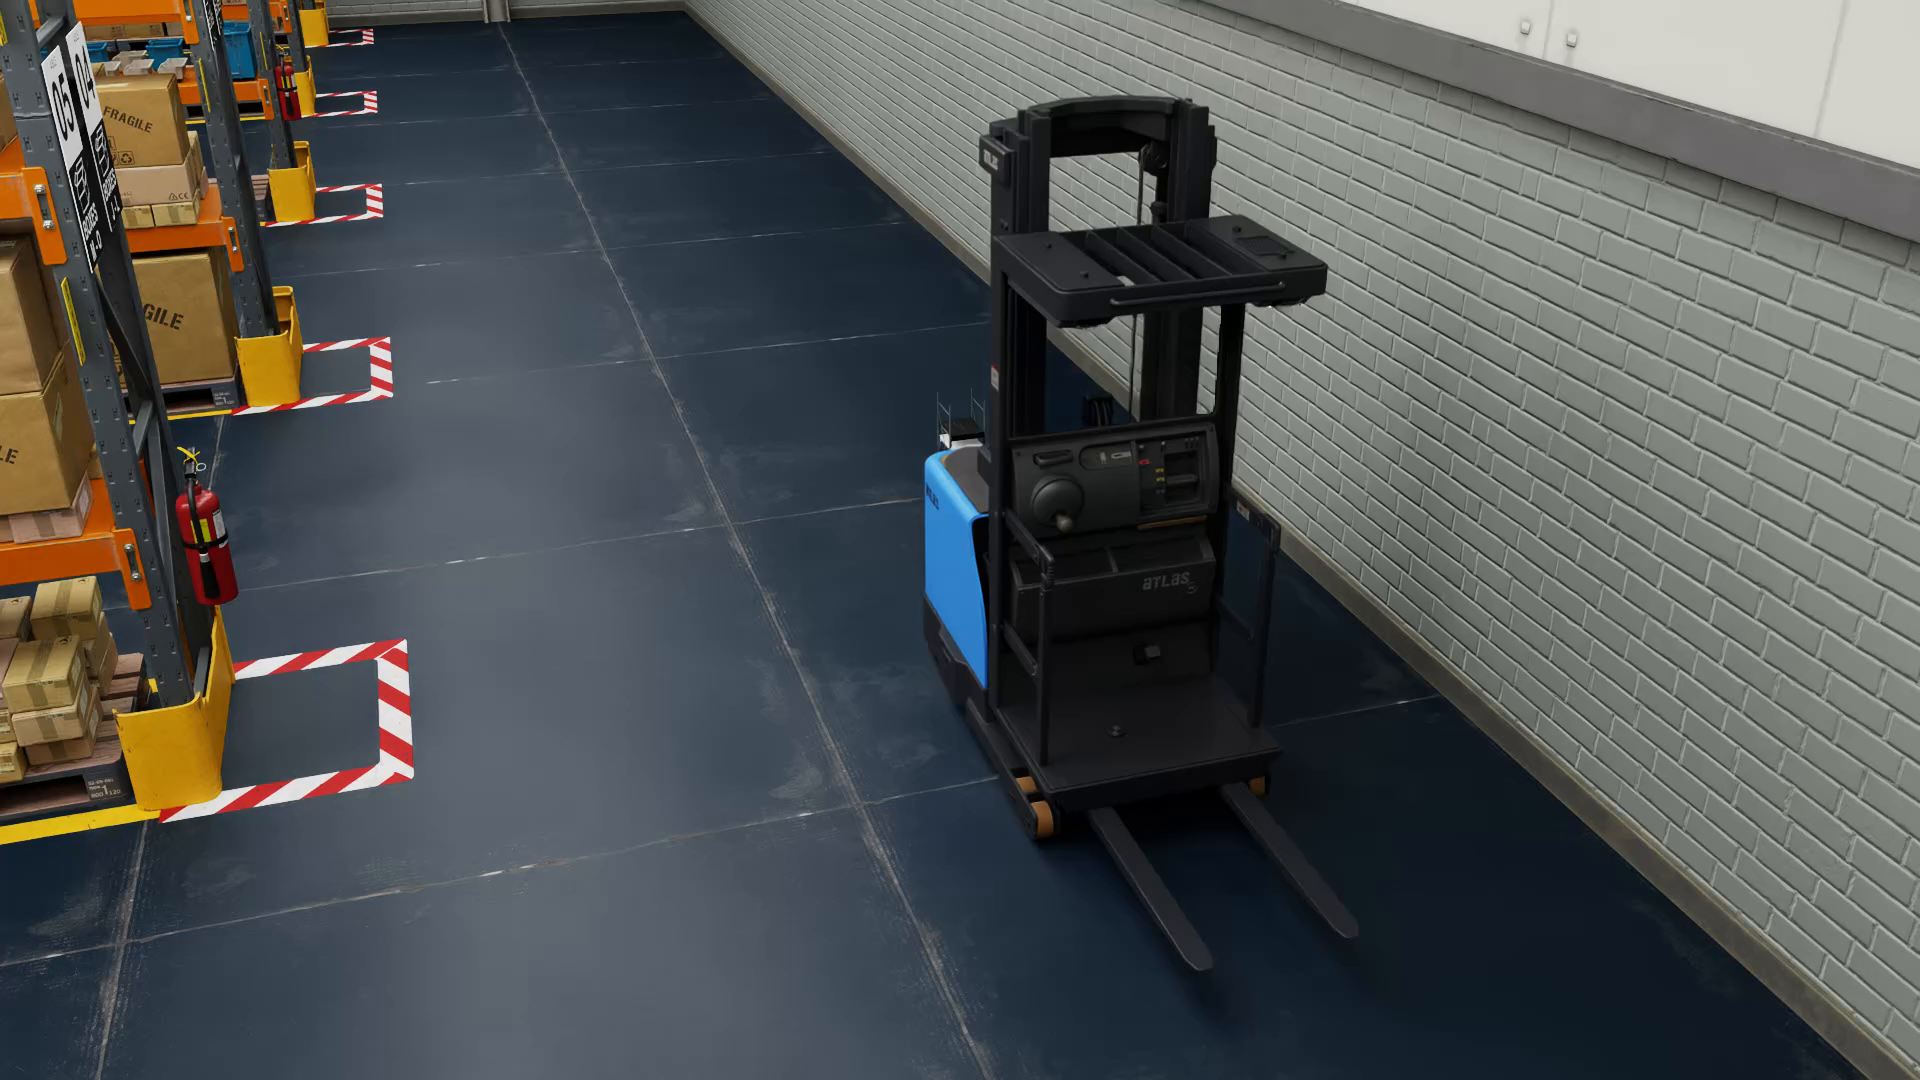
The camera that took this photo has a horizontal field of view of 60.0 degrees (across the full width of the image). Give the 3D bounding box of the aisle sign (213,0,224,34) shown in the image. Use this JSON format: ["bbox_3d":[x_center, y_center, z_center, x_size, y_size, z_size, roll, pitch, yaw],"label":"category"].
[{"bbox_3d":[-5.036,-3.831,11.170,0.004,0.787,0.394,-8,28,-16],"label":"aisle sign"}]

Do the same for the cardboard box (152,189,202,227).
[{"bbox_3d":[-5.248,-2.229,11.149,0.250,0.149,0.380,-8,27,-15],"label":"cardboard box"}]

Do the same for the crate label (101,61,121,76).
[{"bbox_3d":[-7.802,-4.261,15.190,0.243,0.136,0.396,-8,28,-16],"label":"crate label"}]

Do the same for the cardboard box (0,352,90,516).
[{"bbox_3d":[-3.919,-0.426,6.788,0.500,0.500,0.500,-8,27,-15],"label":"cardboard box"}]

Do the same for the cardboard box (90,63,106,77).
[{"bbox_3d":[-6.027,-2.911,11.231,0.500,0.500,0.500,-9,28,-17],"label":"cardboard box"}]

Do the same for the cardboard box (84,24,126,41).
[{"bbox_3d":[-12.195,-7.458,23.738,0.500,0.500,0.700,-9,28,-17],"label":"cardboard box"}]

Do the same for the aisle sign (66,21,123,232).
[{"bbox_3d":[-3.595,-1.720,6.918,0.004,0.787,0.394,-8,28,-16],"label":"aisle sign"}]

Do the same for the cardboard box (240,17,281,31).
[{"bbox_3d":[-10.248,-7.743,24.311,0.500,0.500,0.700,-8,28,-16],"label":"cardboard box"}]

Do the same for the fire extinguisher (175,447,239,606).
[{"bbox_3d":[-3.189,-0.057,6.997,0.183,0.674,0.296,-8,28,-16],"label":"fire extinguisher"}]

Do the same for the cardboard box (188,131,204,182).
[{"bbox_3d":[-5.551,-2.644,11.537,0.500,0.250,0.500,-9,28,-17],"label":"cardboard box"}]

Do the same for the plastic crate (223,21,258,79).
[{"bbox_3d":[-6.806,-4.542,15.418,0.499,0.435,0.616,-8,28,-16],"label":"plastic crate"}]

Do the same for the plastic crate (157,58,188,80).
[{"bbox_3d":[-7.264,-4.344,15.356,0.243,0.136,0.396,-8,28,-16],"label":"plastic crate"}]

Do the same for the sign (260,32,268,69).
[{"bbox_3d":[-6.359,-4.467,15.191,0.005,0.325,0.100,-8,28,-16],"label":"sign"}]

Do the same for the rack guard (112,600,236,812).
[{"bbox_3d":[-3.644,0.711,7.755,0.348,0.500,1.175,-8,28,-16],"label":"rack guard"}]

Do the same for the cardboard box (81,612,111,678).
[{"bbox_3d":[-4.149,0.500,7.768,0.250,0.149,0.380,-7,27,-14],"label":"cardboard box"}]

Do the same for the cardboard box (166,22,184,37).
[{"bbox_3d":[-11.201,-7.604,24.032,0.500,0.500,0.700,-9,28,-18],"label":"cardboard box"}]

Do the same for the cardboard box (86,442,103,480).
[{"bbox_3d":[-3.981,-0.400,7.465,0.250,0.149,0.380,-8,28,-17],"label":"cardboard box"}]

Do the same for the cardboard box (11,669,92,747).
[{"bbox_3d":[-3.985,0.730,7.305,0.250,0.149,0.380,-9,28,-17],"label":"cardboard box"}]

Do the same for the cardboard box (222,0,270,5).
[{"bbox_3d":[-8.417,-6.587,19.532,0.500,0.500,0.500,-7,27,-15],"label":"cardboard box"}]

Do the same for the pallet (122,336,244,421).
[{"bbox_3d":[-5.747,-1.138,11.804,1.213,0.211,1.003,-8,28,-16],"label":"pallet"}]

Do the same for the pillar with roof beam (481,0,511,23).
[{"bbox_3d":[-5.981,-10.417,20.613,0.400,9.000,9.100,-8,28,-16],"label":"pillar with roof beam"}]

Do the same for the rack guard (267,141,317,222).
[{"bbox_3d":[-6.526,-3.513,16.264,0.348,0.500,1.175,-8,28,-16],"label":"rack guard"}]

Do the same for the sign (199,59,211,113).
[{"bbox_3d":[-4.856,-2.923,10.696,0.005,0.325,0.100,-8,28,-16],"label":"sign"}]

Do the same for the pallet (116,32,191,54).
[{"bbox_3d":[-11.507,-7.254,24.125,1.213,0.211,1.003,-8,28,-16],"label":"pallet"}]

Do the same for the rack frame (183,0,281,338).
[{"bbox_3d":[-5.011,-2.530,11.473,0.127,3.000,1.000,-8,28,-16],"label":"rack frame"}]

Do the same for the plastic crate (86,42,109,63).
[{"bbox_3d":[-8.134,-4.500,15.561,0.300,0.233,0.416,-8,28,-16],"label":"plastic crate"}]

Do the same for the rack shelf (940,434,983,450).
[{"bbox_3d":[0.008,-0.536,9.487,0.200,0.077,0.258,-8,28,-16],"label":"rack shelf"}]

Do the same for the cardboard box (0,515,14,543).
[{"bbox_3d":[-4.042,-0.123,6.908,0.250,0.149,0.380,-8,28,-16],"label":"cardboard box"}]

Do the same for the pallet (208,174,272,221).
[{"bbox_3d":[-7.341,-3.278,16.115,1.213,0.211,1.003,-8,28,-16],"label":"pallet"}]

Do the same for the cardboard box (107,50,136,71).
[{"bbox_3d":[-10.094,-5.508,19.784,0.637,0.503,0.797,-8,28,-16],"label":"cardboard box"}]

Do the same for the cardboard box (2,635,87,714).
[{"bbox_3d":[-3.996,0.584,7.266,0.250,0.149,0.380,-8,27,-16],"label":"cardboard box"}]

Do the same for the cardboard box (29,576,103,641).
[{"bbox_3d":[-4.175,0.332,7.773,0.250,0.149,0.380,-10,28,-18],"label":"cardboard box"}]

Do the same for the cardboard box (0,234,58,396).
[{"bbox_3d":[-3.930,-0.876,6.571,0.500,0.500,0.500,-9,28,-17],"label":"cardboard box"}]

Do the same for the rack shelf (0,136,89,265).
[{"bbox_3d":[-5.473,-1.165,6.159,4.000,0.370,1.077,-8,28,-16],"label":"rack shelf"}]

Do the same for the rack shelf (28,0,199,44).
[{"bbox_3d":[-6.913,-3.276,10.411,4.000,0.370,1.077,-8,28,-16],"label":"rack shelf"}]

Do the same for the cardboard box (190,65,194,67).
[{"bbox_3d":[-9.156,-5.661,20.376,0.500,0.250,0.500,-8,28,-16],"label":"cardboard box"}]

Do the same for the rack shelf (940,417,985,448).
[{"bbox_3d":[0.008,-0.616,9.447,0.200,0.077,0.258,-8,28,-16],"label":"rack shelf"}]

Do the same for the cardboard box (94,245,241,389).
[{"bbox_3d":[-5.595,-1.644,11.606,0.875,0.875,0.875,-8,28,-16],"label":"cardboard box"}]

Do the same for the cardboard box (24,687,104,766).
[{"bbox_3d":[-4.007,0.831,7.437,0.250,0.149,0.380,-8,27,-15],"label":"cardboard box"}]

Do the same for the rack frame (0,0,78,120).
[{"bbox_3d":[-3.571,-3.106,5.886,0.127,3.000,1.000,-8,28,-16],"label":"rack frame"}]

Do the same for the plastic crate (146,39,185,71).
[{"bbox_3d":[-7.508,-4.590,15.744,0.300,0.233,0.416,-8,28,-16],"label":"plastic crate"}]

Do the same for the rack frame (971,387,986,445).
[{"bbox_3d":[0.104,-0.418,9.580,0.006,0.900,0.240,-8,28,-16],"label":"rack frame"}]

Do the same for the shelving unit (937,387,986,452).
[{"bbox_3d":[0.008,-0.404,9.552,0.210,0.900,0.258,-8,28,-16],"label":"shelving unit"}]

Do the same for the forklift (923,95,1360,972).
[{"bbox_3d":[0.736,-0.224,6.905,1.130,2.935,3.031,-8,27,-16],"label":"forklift"}]

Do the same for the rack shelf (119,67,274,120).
[{"bbox_3d":[-8.447,-4.026,15.296,4.000,0.370,1.077,-8,28,-16],"label":"rack shelf"}]

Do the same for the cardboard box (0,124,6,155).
[{"bbox_3d":[-3.922,-1.521,6.235,0.500,0.250,0.500,-9,28,-17],"label":"cardboard box"}]

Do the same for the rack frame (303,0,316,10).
[{"bbox_3d":[-9.613,-8.813,24.128,0.127,3.000,1.000,-8,28,-16],"label":"rack frame"}]
